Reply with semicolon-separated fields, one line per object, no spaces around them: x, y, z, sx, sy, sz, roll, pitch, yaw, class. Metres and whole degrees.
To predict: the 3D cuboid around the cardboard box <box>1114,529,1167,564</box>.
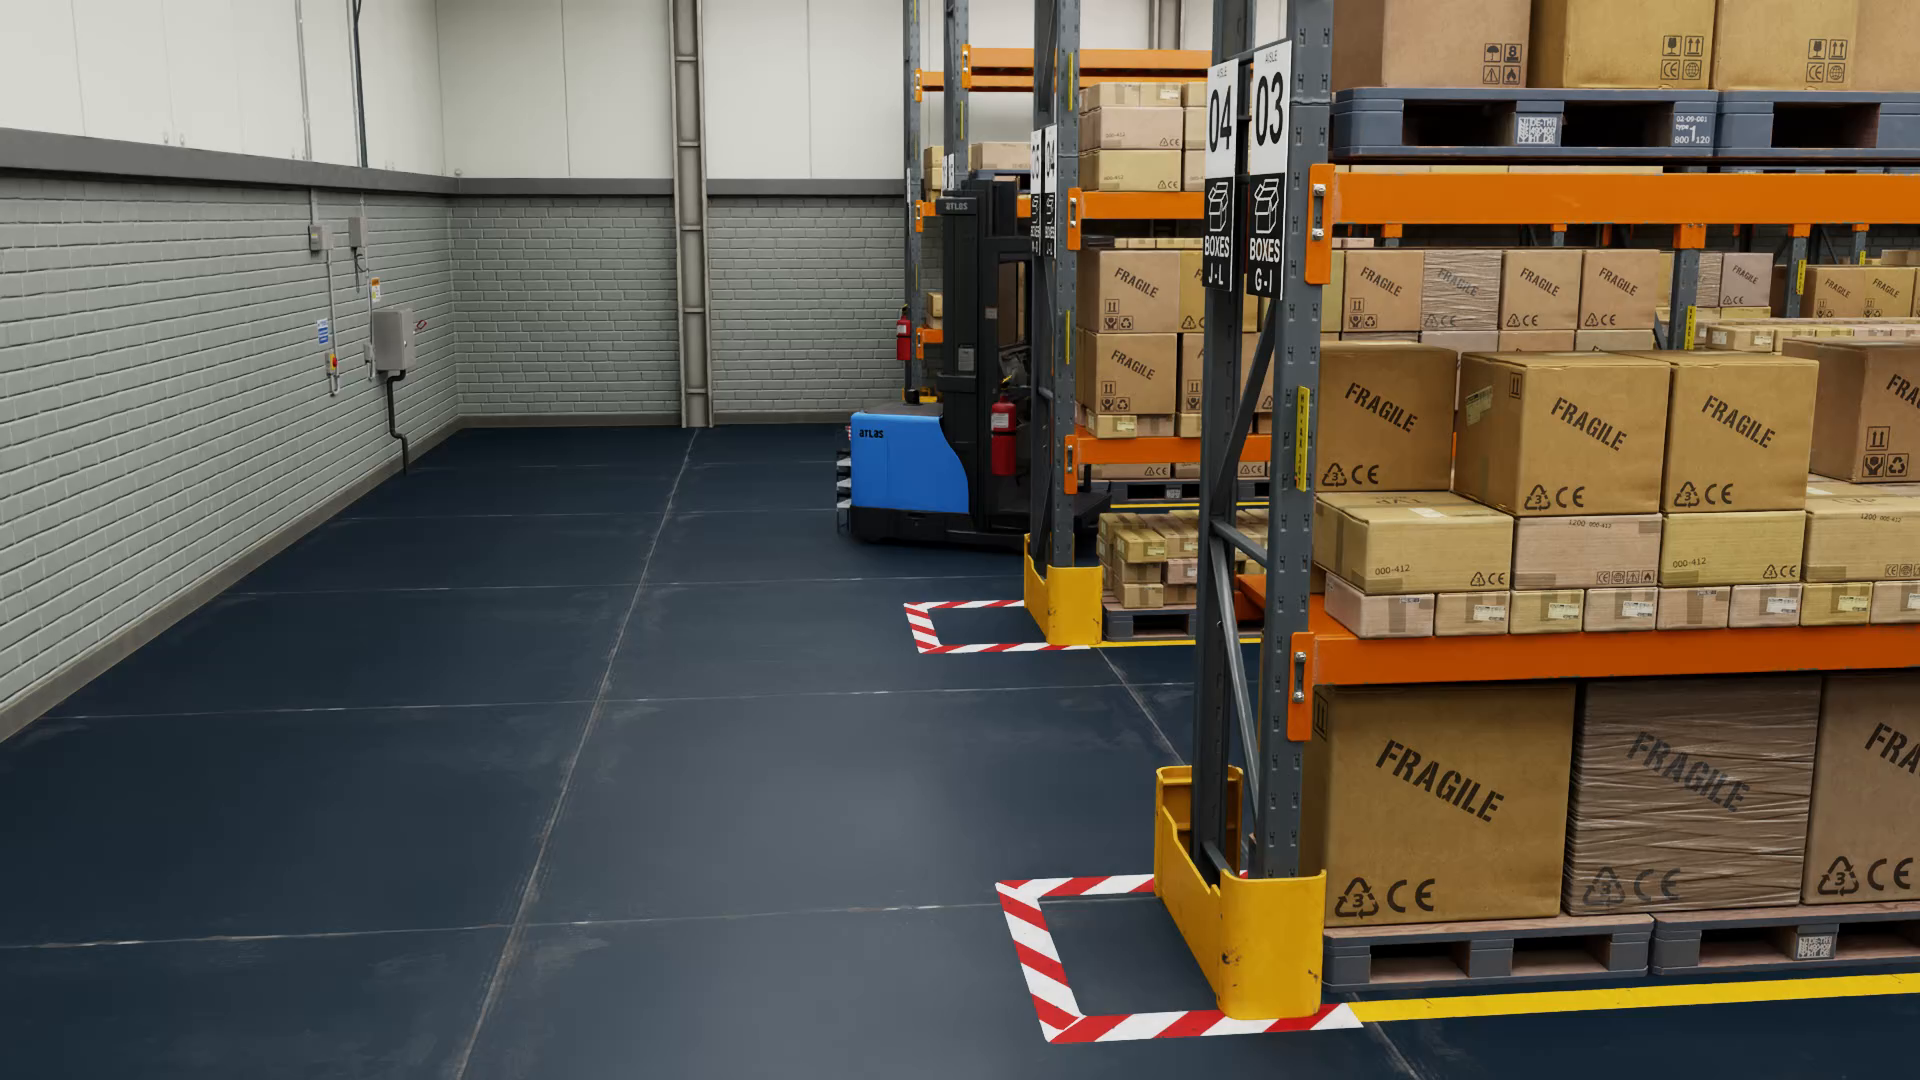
1.153;0.038;10.660;0.250;0.149;0.380;-2;11;-9;cardboard box

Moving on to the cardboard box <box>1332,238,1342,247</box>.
3.391;-2.754;15.567;0.250;0.149;0.380;-1;11;-5;cardboard box

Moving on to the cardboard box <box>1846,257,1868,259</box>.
11.889;-3.642;21.904;0.250;0.149;0.380;-2;11;-8;cardboard box

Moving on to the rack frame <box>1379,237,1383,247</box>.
3.937;-1.949;16.004;0.053;2.616;0.949;-1;11;-6;rack frame

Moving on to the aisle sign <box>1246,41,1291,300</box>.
0.992;-1.181;5.359;0.004;0.787;0.394;-1;11;-6;aisle sign

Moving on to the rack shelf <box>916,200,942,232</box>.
1.409;-3.977;20.410;4.000;0.370;1.077;-1;11;-6;rack shelf

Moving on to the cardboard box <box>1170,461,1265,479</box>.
2.411;-0.886;16.150;0.875;0.438;0.875;-2;11;-8;cardboard box

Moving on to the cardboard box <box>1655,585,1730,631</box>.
2.441;0.193;5.761;0.250;0.149;0.380;-1;11;-7;cardboard box

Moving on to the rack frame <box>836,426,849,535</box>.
-0.998;-0.507;14.115;0.006;0.900;0.240;4;12;19;rack frame

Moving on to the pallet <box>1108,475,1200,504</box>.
1.957;-0.553;16.133;1.213;0.211;1.003;-1;11;-6;pallet

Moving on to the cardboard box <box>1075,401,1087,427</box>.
0.889;-0.855;11.093;0.250;0.149;0.380;-1;11;-6;cardboard box

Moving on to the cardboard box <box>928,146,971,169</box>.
-0.111;-4.567;19.869;0.500;0.250;0.500;-1;11;-7;cardboard box

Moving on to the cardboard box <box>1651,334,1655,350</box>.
6.431;-1.876;16.025;0.500;0.250;0.500;-1;11;-7;cardboard box

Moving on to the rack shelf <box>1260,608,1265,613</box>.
3.019;0.277;6.177;3.687;0.071;0.831;-1;11;-6;rack shelf

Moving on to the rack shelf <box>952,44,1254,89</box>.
1.949;-4.301;15.318;4.000;0.370;1.077;-1;11;-6;rack shelf

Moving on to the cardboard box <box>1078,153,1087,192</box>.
1.019;-2.376;10.790;0.500;0.250;0.500;-1;11;-7;cardboard box

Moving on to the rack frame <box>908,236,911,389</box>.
-0.579;-2.816;20.415;0.053;2.616;0.949;-1;11;-6;rack frame

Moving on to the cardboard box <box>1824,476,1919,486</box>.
3.503;-0.139;6.417;0.500;0.250;0.500;-1;11;-5;cardboard box

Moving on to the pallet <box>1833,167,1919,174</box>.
6.228;-2.395;10.986;1.003;0.211;1.213;-1;11;-6;pallet

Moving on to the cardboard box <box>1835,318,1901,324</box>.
6.246;-1.448;11.479;0.250;0.149;0.380;-2;11;-9;cardboard box

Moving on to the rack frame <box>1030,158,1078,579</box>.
0.596;-0.917;10.759;0.127;3.000;1.000;-1;11;-6;rack frame

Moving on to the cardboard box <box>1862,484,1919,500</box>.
3.575;-0.038;5.905;0.500;0.250;0.500;-1;11;-5;cardboard box

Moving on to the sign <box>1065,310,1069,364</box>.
0.654;-1.238;10.146;0.005;0.325;0.100;-1;11;-6;sign

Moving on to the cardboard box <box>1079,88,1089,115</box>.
0.894;-2.820;10.719;0.250;0.149;0.380;-1;11;-7;cardboard box

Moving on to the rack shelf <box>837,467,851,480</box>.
-0.902;-0.556;14.071;0.200;0.077;0.258;4;12;19;rack shelf

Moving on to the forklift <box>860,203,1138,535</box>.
2.746;-3.035;15.804;9.711;5.209;7.407;4;12;19;forklift

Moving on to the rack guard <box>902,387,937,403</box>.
-0.504;-1.592;20.668;0.348;0.500;1.175;-1;11;-6;rack guard

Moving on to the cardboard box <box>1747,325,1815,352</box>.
5.290;-1.303;10.738;0.250;0.149;0.380;-1;11;-4;cardboard box

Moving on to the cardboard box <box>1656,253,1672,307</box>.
6.424;-2.489;15.900;0.500;0.500;0.500;-1;11;-6;cardboard box

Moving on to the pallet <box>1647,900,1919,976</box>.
3.027;1.348;6.466;1.213;0.211;1.003;-1;11;-6;pallet

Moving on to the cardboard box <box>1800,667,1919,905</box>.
3.448;0.806;6.411;0.875;0.875;0.875;-1;11;-6;cardboard box

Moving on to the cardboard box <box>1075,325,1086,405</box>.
1.015;-1.171;11.019;0.500;0.500;0.500;-1;11;-5;cardboard box

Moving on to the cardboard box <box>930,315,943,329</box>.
-0.223;-2.647;20.210;0.250;0.149;0.380;-1;11;-7;cardboard box

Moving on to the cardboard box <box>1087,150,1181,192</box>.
1.070;-2.276;10.282;0.529;0.250;0.529;-1;11;-7;cardboard box

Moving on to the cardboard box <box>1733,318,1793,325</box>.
5.474;-1.432;11.397;0.250;0.149;0.380;-2;11;-8;cardboard box

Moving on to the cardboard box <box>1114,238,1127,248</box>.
1.382;-2.704;15.314;0.250;0.149;0.380;-1;11;-6;cardboard box

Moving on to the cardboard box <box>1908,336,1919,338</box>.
4.013;-0.518;6.401;0.500;0.500;0.500;-1;11;-6;cardboard box

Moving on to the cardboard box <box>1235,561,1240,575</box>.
1.656;0.151;10.856;0.250;0.149;0.380;-1;11;-5;cardboard box

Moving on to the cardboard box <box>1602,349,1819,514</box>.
2.549;-0.385;5.725;0.500;0.500;0.500;-2;11;-8;cardboard box

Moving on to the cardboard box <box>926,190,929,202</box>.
-0.286;-4.216;20.413;0.250;0.149;0.380;-1;11;-5;cardboard box

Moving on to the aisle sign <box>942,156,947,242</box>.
-0.144;-3.198;15.621;0.004;0.787;0.394;-1;11;-6;aisle sign

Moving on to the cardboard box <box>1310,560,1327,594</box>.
1.349;0.088;6.293;0.274;0.149;0.395;-2;11;-9;cardboard box

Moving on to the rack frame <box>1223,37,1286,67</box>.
1.030;-2.908;5.334;0.053;2.616;0.949;-1;11;-6;rack frame

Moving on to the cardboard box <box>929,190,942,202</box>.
-0.237;-4.127;19.960;0.250;0.149;0.380;-1;11;-5;cardboard box

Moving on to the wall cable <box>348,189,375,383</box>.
-5.807;-2.513;16.241;0.122;1.984;0.588;-1;11;-6;wall cable

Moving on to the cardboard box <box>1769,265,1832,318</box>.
8.336;-2.495;16.665;0.500;0.500;0.500;-2;11;-8;cardboard box

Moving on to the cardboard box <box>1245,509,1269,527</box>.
2.120;-0.110;11.410;0.250;0.149;0.380;-1;11;-4;cardboard box

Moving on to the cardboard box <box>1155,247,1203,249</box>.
1.527;-1.671;10.969;0.500;0.500;0.500;-2;11;-8;cardboard box

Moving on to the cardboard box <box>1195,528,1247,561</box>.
1.679;0.028;10.708;0.250;0.149;0.380;-1;11;-6;cardboard box

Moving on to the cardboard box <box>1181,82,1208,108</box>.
1.475;-2.713;10.177;0.250;0.149;0.380;-1;11;-6;cardboard box

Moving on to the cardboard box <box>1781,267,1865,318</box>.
8.386;-2.397;16.168;0.500;0.500;0.500;-2;11;-8;cardboard box

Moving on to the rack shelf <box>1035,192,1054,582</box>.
0.596;-0.917;10.756;0.053;2.616;0.949;-1;11;-6;rack shelf

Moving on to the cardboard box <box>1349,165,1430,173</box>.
8.243;-2.977;13.463;12.308;0.399;5.552;-1;11;-6;cardboard box

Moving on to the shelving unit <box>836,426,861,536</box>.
5.687;-1.216;9.564;15.476;4.048;4.052;4;12;19;shelving unit
